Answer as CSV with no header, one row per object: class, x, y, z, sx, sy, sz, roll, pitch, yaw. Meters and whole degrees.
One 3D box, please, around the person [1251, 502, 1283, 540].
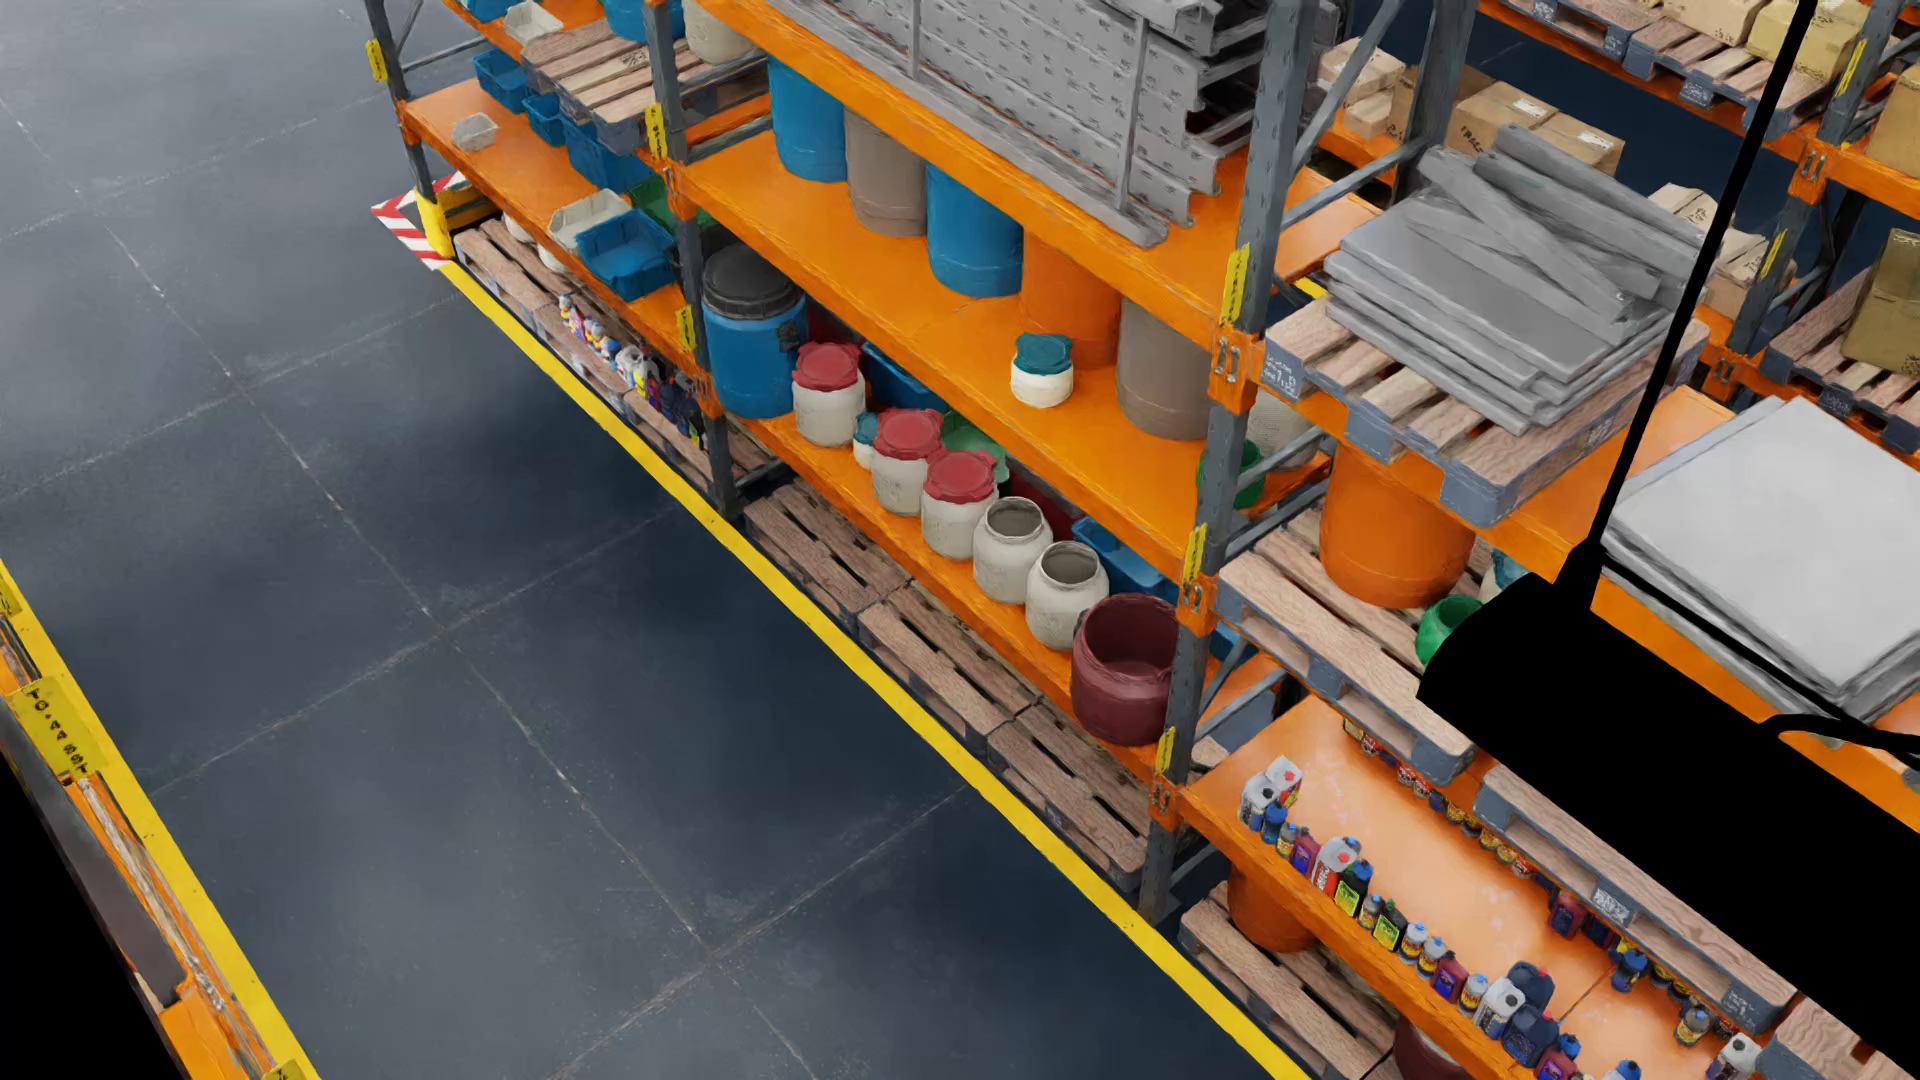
person,1.710,-0.482,10.267,0.542,1.669,1.126,-30,53,-25
